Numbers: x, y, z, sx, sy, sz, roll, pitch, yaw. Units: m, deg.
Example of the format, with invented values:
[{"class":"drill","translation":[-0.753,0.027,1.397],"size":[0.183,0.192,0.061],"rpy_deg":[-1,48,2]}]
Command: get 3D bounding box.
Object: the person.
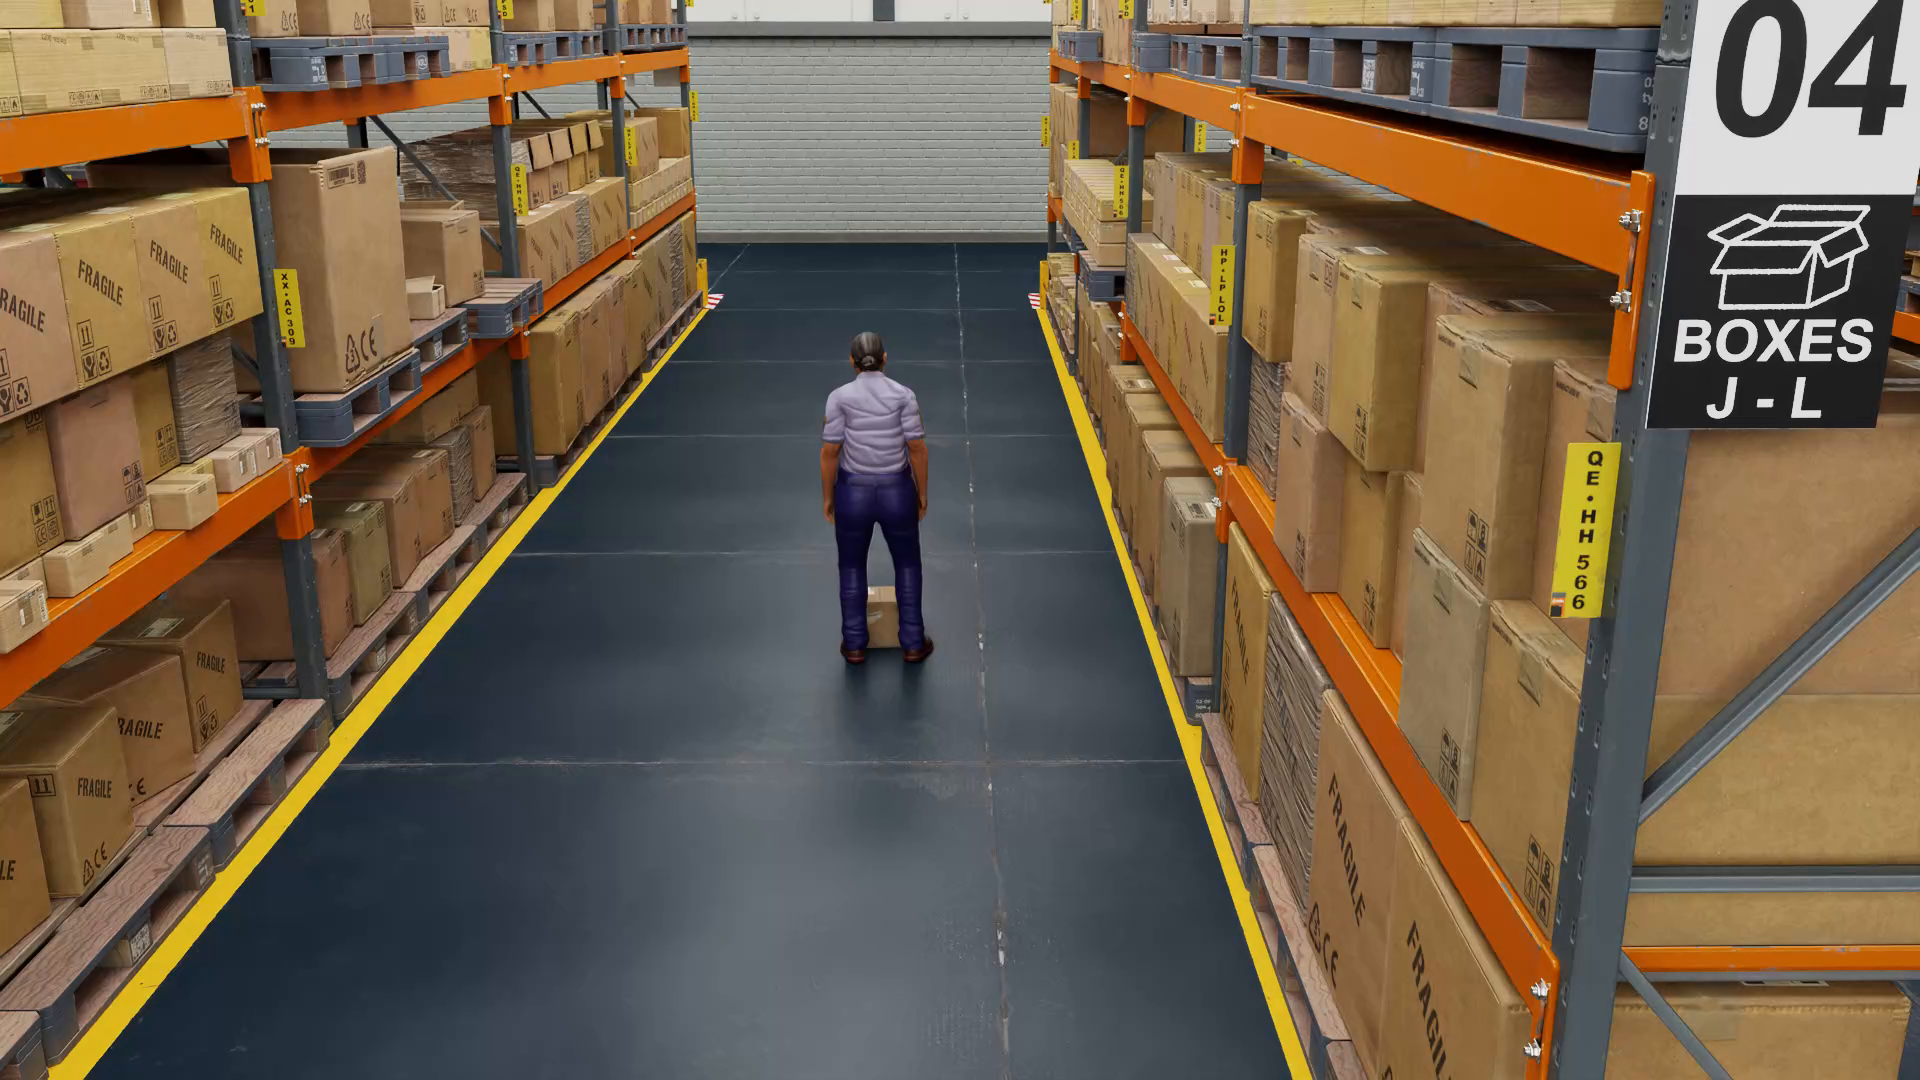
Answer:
[{"class":"person","translation":[-0.406,-0.198,8.200],"size":[0.555,1.650,0.370],"rpy_deg":[-1,17,-4]}]
